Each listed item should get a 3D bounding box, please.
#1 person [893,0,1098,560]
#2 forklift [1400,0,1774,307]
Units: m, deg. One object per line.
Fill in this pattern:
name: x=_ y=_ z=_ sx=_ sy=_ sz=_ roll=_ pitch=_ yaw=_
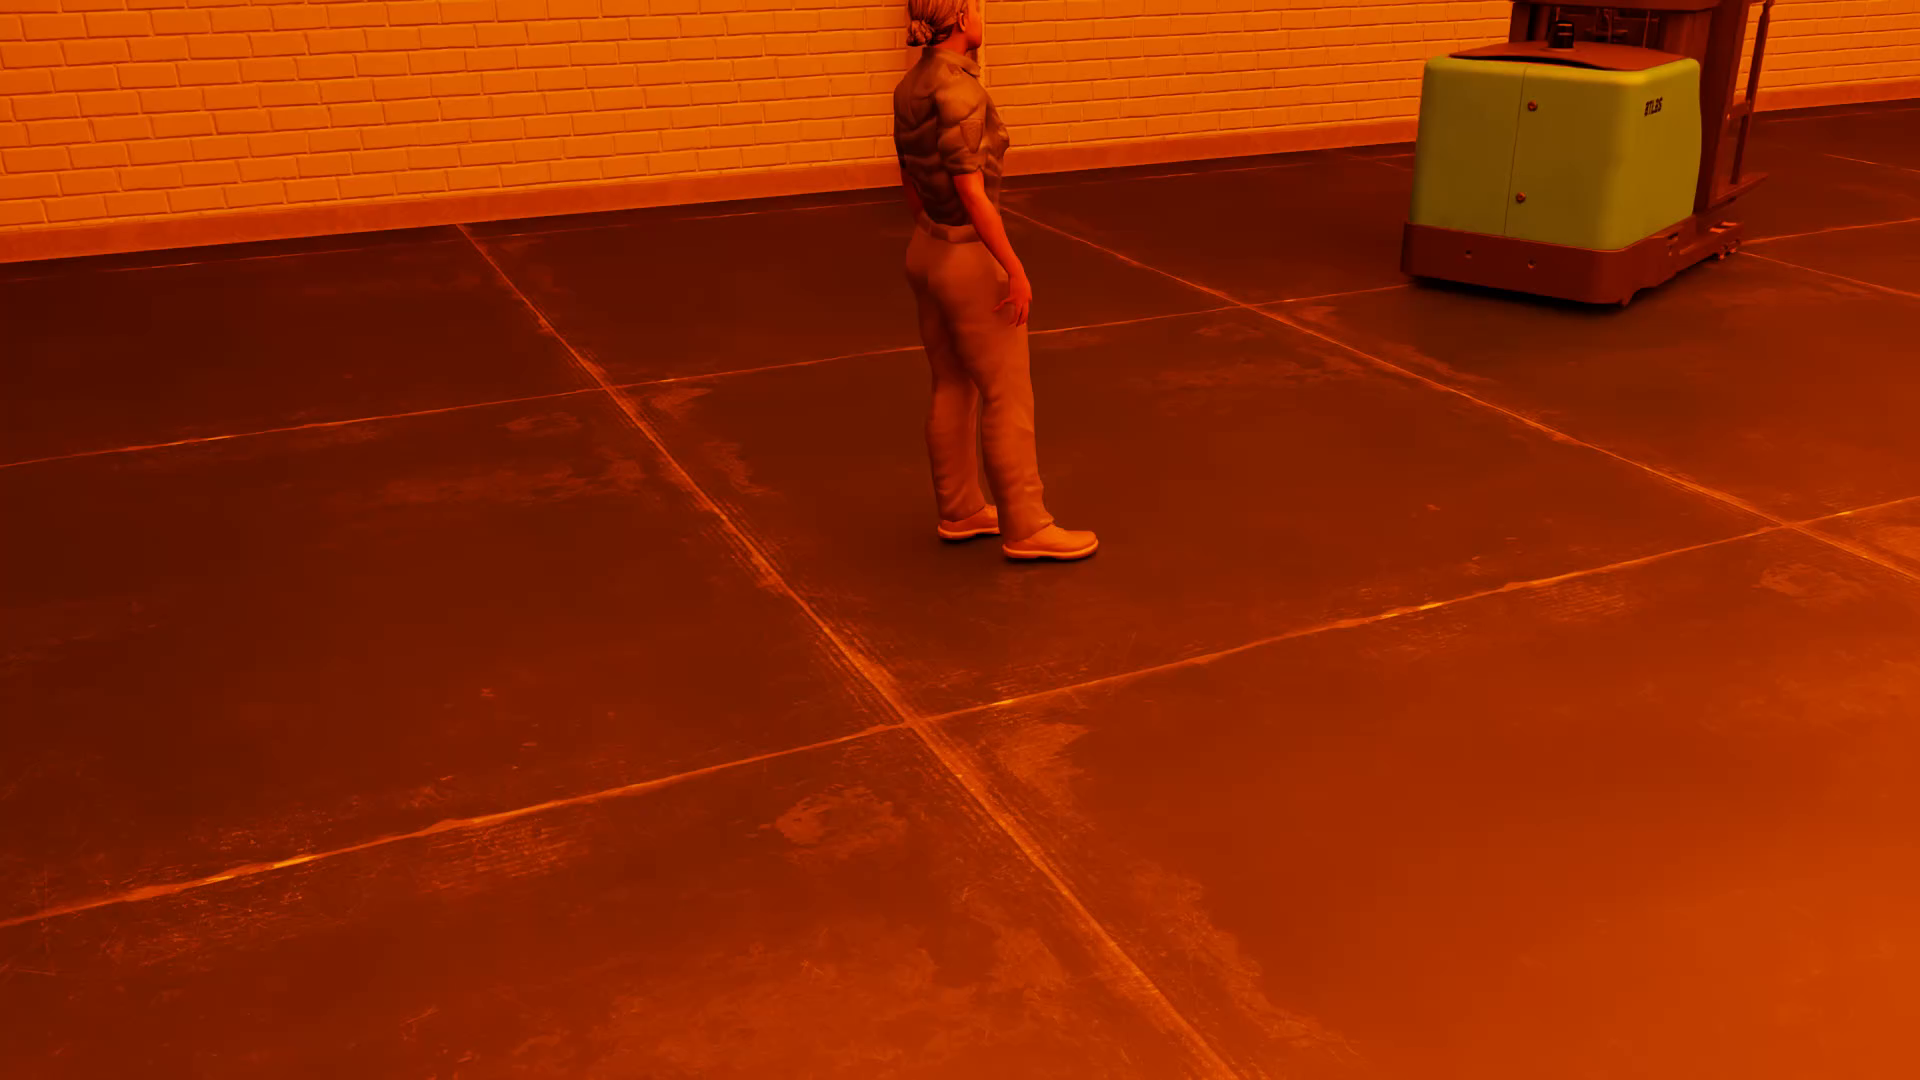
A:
person: x=0.088 y=-0.778 z=4.804 sx=0.504 sy=1.654 sz=0.569 roll=-10 pitch=25 yaw=-23
forklift: x=3.462 y=-2.906 z=8.282 sx=1.130 sy=2.935 sz=3.031 roll=18 pitch=28 yaw=36
